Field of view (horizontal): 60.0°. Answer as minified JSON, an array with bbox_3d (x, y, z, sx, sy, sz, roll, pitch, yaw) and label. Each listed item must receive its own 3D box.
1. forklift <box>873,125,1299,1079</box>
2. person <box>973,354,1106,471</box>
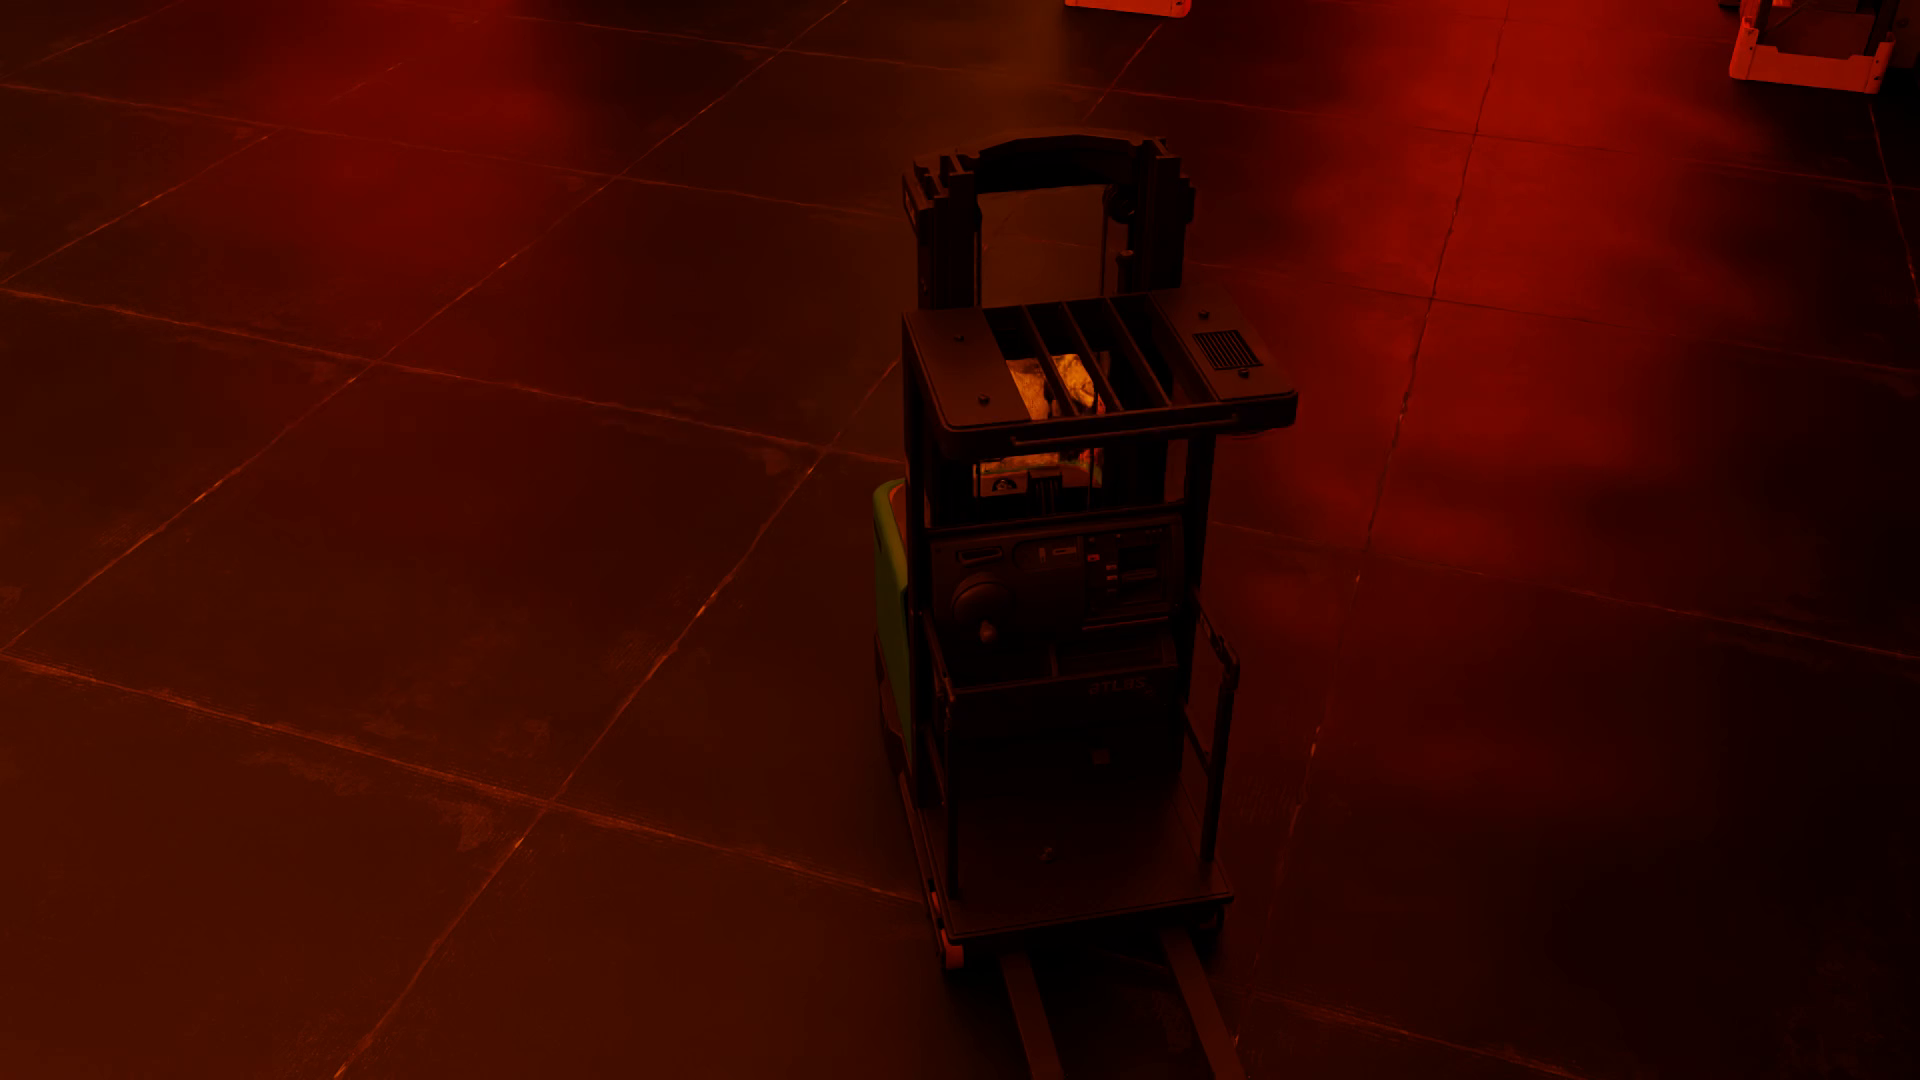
[{"bbox_3d":[0.401,0.206,5.820,1.130,2.935,3.031,-7,36,-9],"label":"forklift"},{"bbox_3d":[0.361,-0.365,7.892,1.282,1.462,0.787,18,39,24],"label":"person"}]
